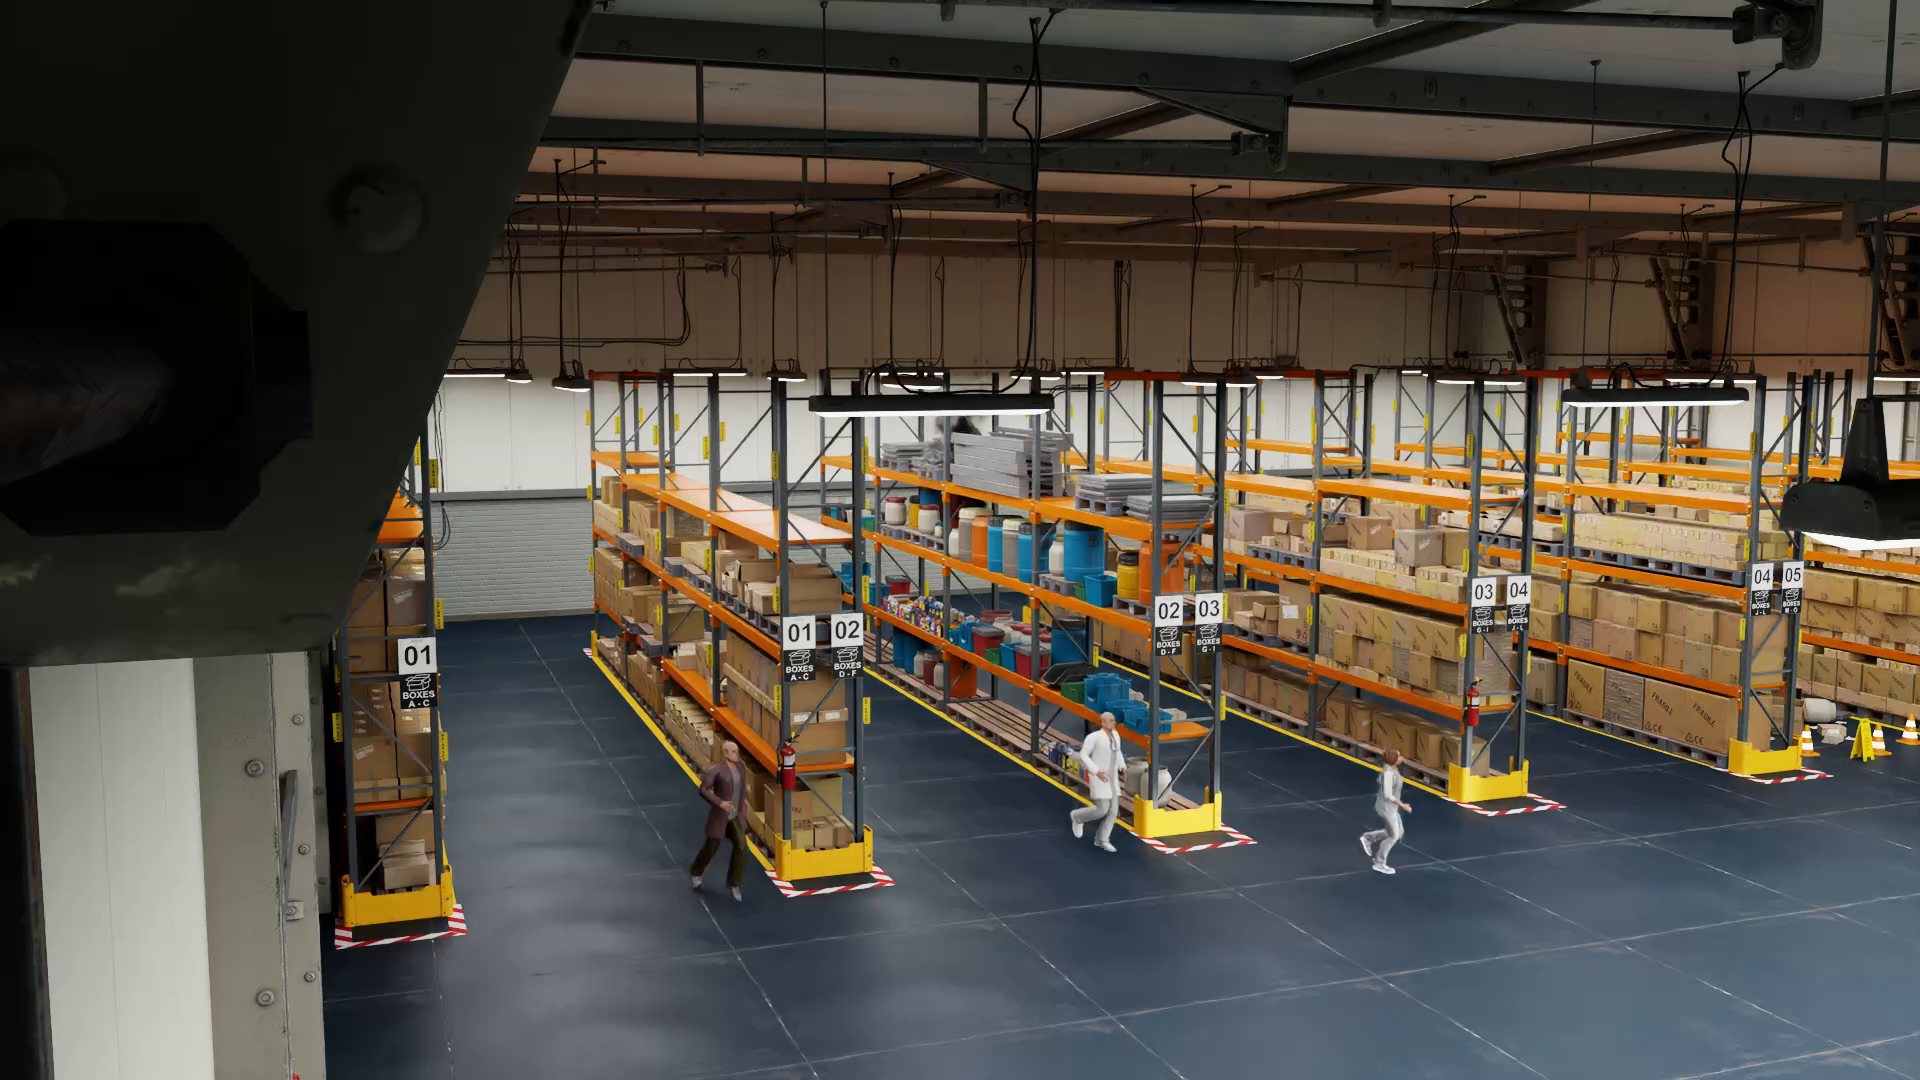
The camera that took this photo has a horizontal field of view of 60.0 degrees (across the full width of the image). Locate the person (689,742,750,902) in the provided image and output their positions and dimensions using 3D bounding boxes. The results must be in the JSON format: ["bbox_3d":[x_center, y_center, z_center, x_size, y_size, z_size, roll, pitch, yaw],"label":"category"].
[{"bbox_3d":[-2.744,3.278,19.631,0.764,1.806,0.885,-6,8,-41],"label":"person"}]

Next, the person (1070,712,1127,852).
[{"bbox_3d":[1.837,3.087,21.508,0.739,1.751,0.733,-6,9,-43],"label":"person"}]

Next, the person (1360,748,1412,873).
[{"bbox_3d":[5.222,3.299,20.375,0.608,1.564,0.561,2,7,16],"label":"person"}]
